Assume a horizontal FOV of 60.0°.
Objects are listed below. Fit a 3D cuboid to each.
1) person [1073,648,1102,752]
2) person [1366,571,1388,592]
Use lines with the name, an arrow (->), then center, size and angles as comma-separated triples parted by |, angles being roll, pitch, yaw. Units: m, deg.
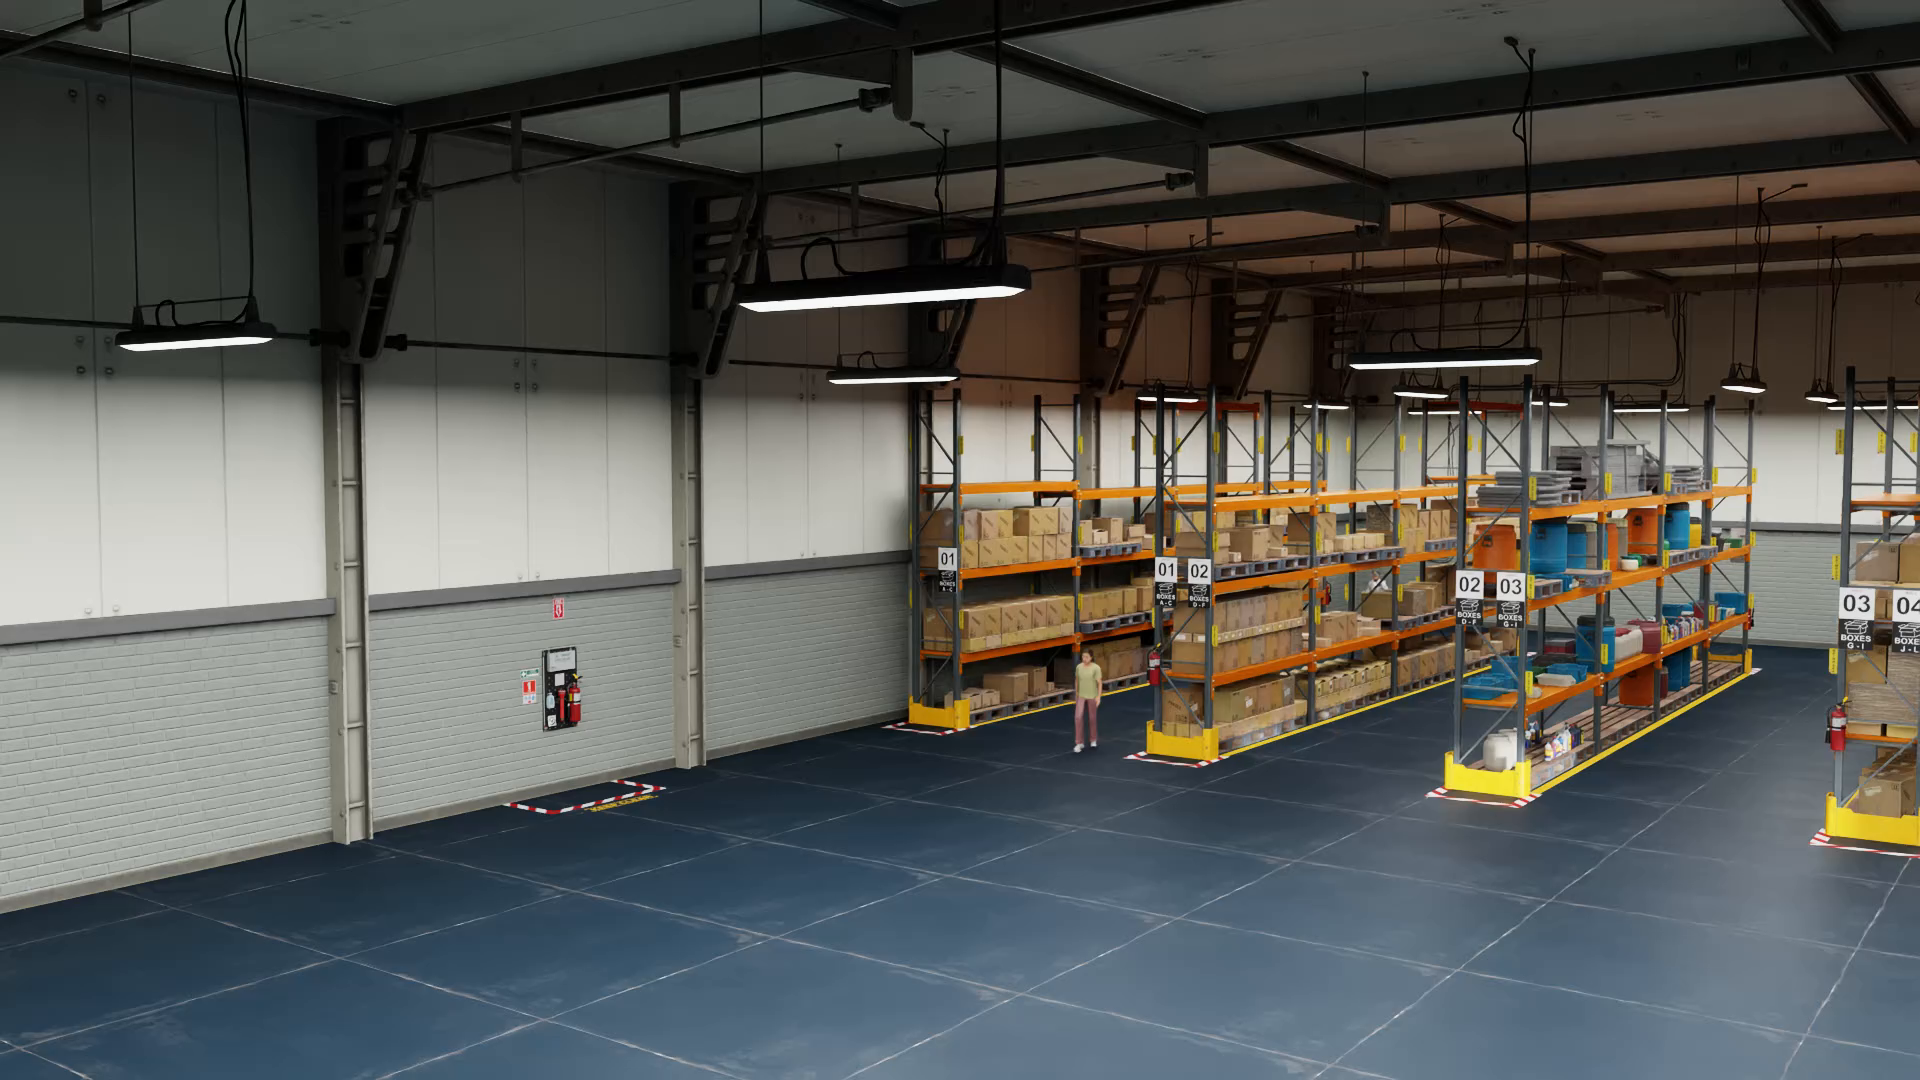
person -> 2.100, 2.608, 27.347 | 0.495, 1.680, 0.695 | 1, 3, 20
person -> 11.259, 1.634, 44.846 | 0.642, 1.641, 0.553 | 2, 4, 28
